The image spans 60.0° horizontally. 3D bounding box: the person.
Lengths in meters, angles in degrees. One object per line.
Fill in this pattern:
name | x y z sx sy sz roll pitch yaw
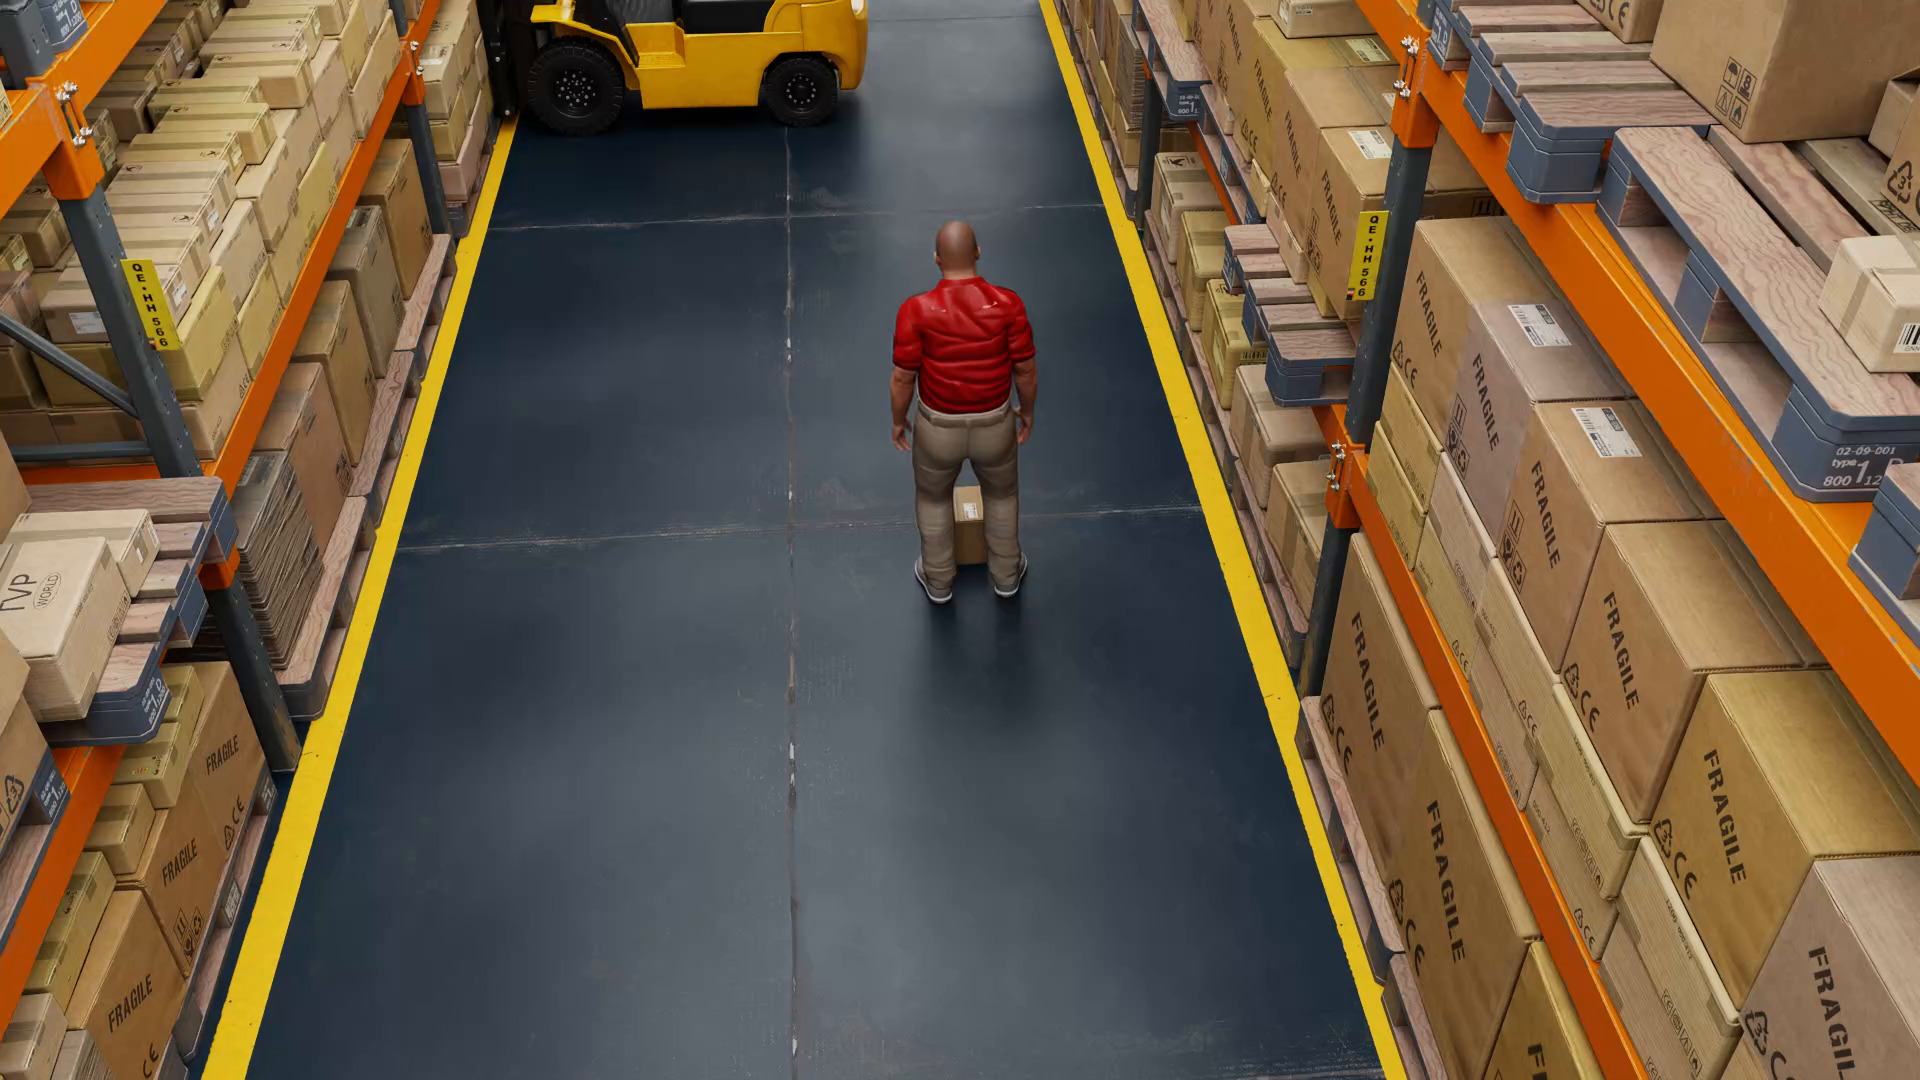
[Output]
person | 0.015 -0.481 6.762 0.591 1.726 0.388 -4 39 -5
